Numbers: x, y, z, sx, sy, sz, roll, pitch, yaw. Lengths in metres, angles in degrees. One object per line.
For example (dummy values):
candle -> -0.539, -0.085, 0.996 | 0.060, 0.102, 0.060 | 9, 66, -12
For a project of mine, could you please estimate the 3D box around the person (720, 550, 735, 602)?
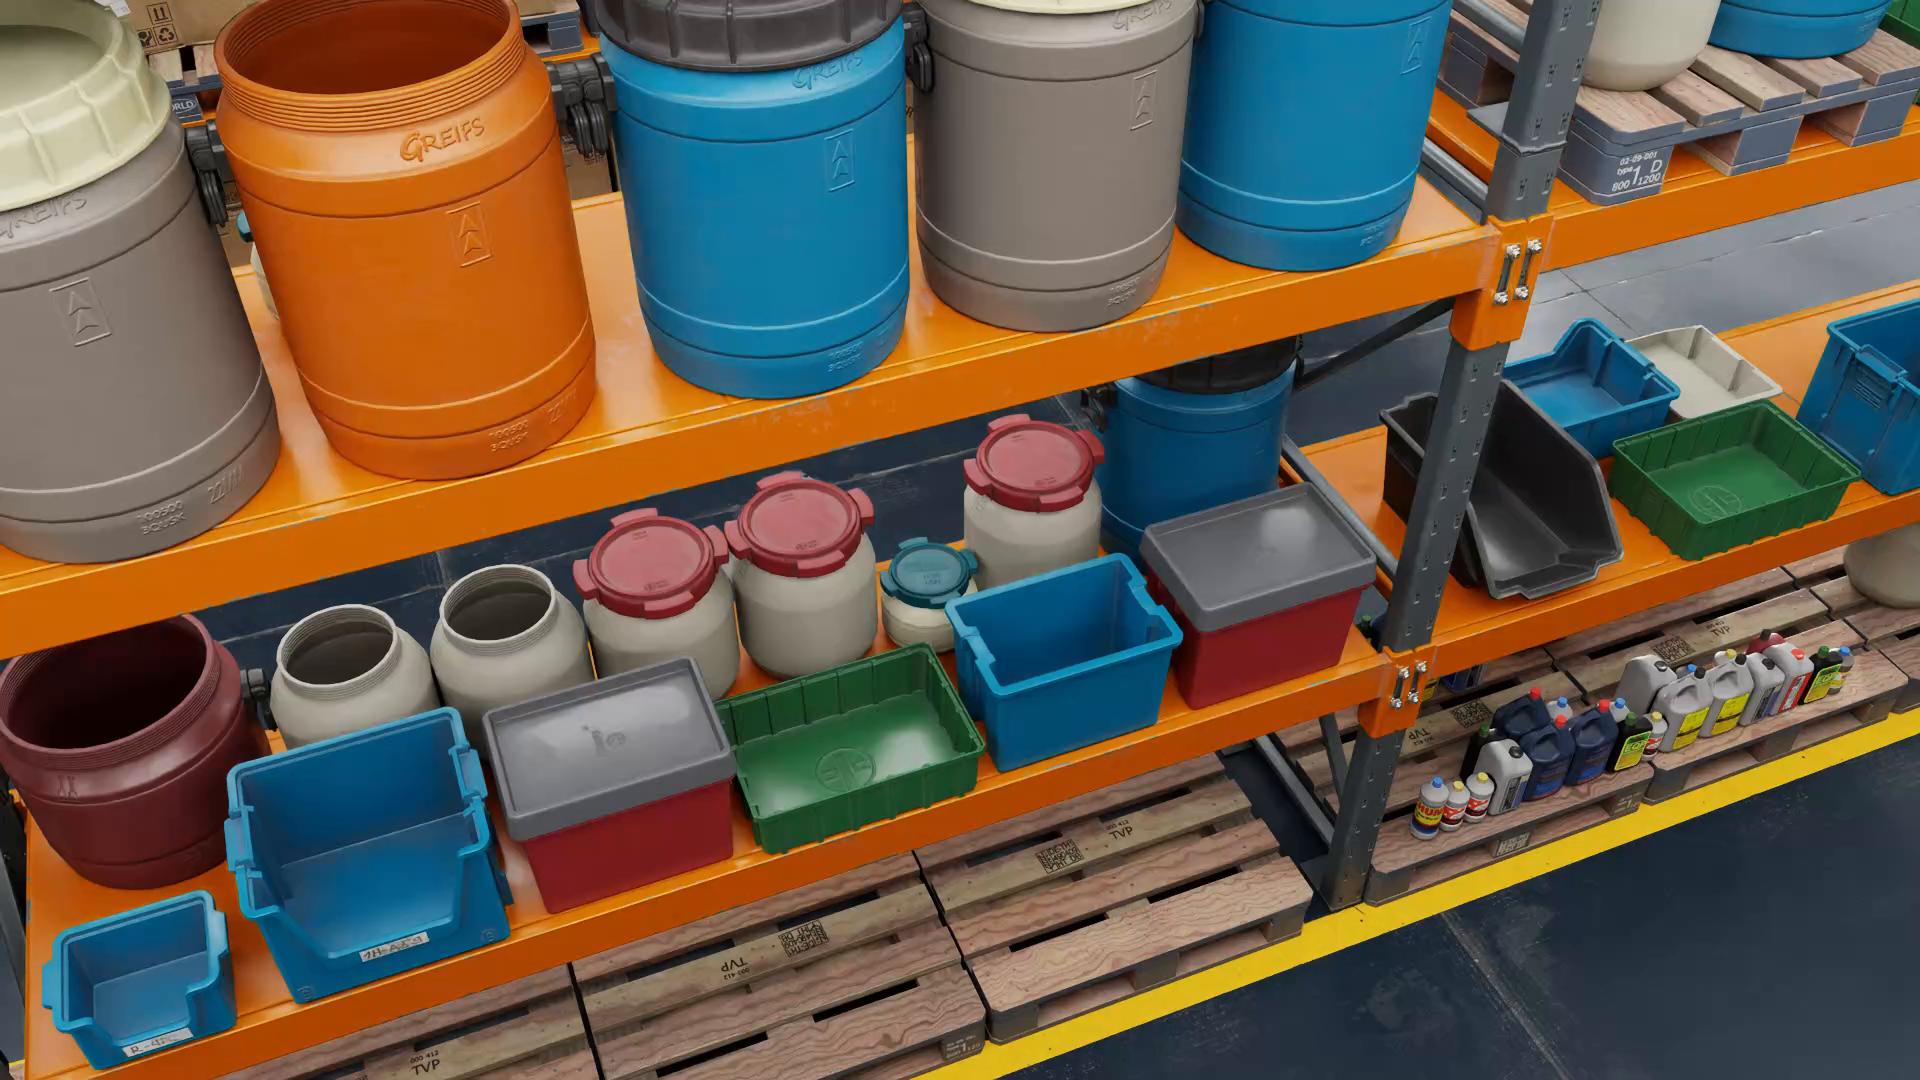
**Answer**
person -> -0.495, 0.514, 5.723 | 0.613, 1.497, 0.529 | -15, 44, -16
